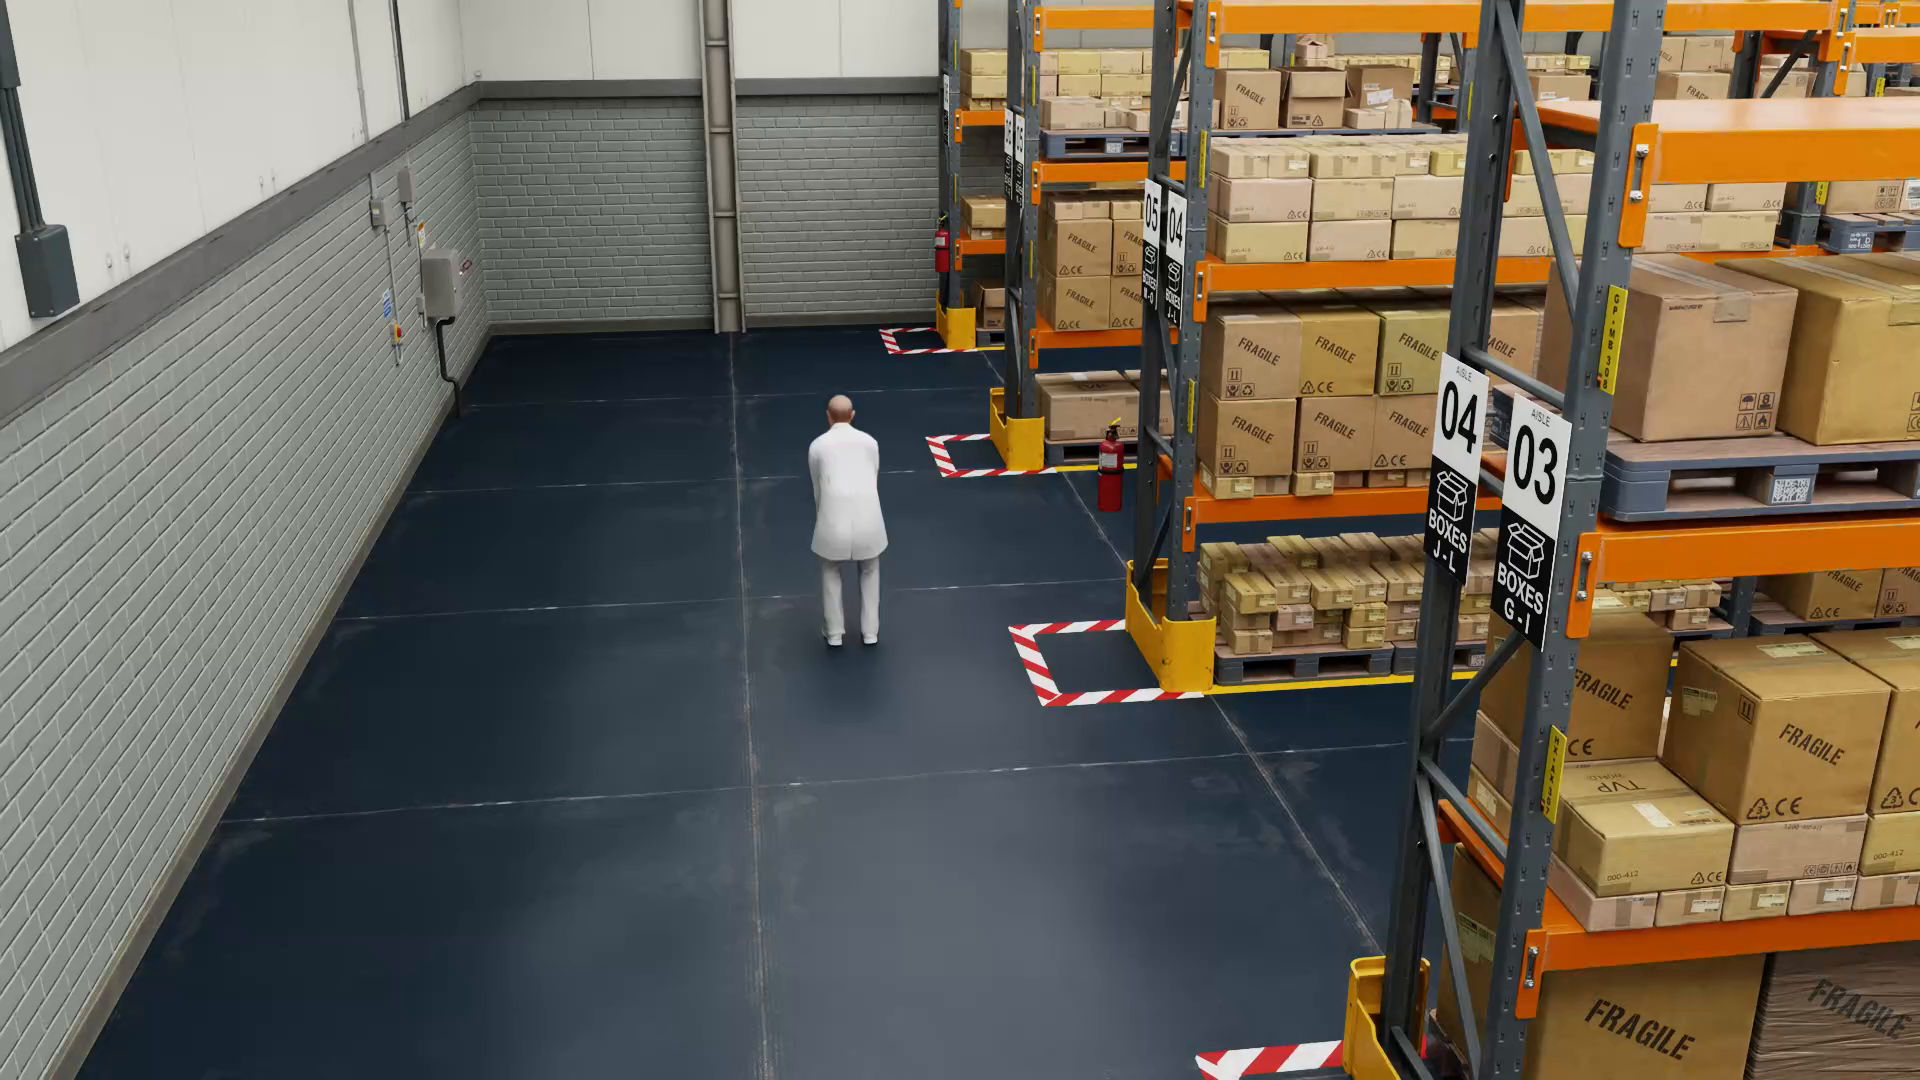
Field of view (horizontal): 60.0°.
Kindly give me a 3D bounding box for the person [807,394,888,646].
[{"bbox_3d":[-0.785,-0.148,11.602,0.541,1.720,0.618,-3,20,-9],"label":"person"}]
